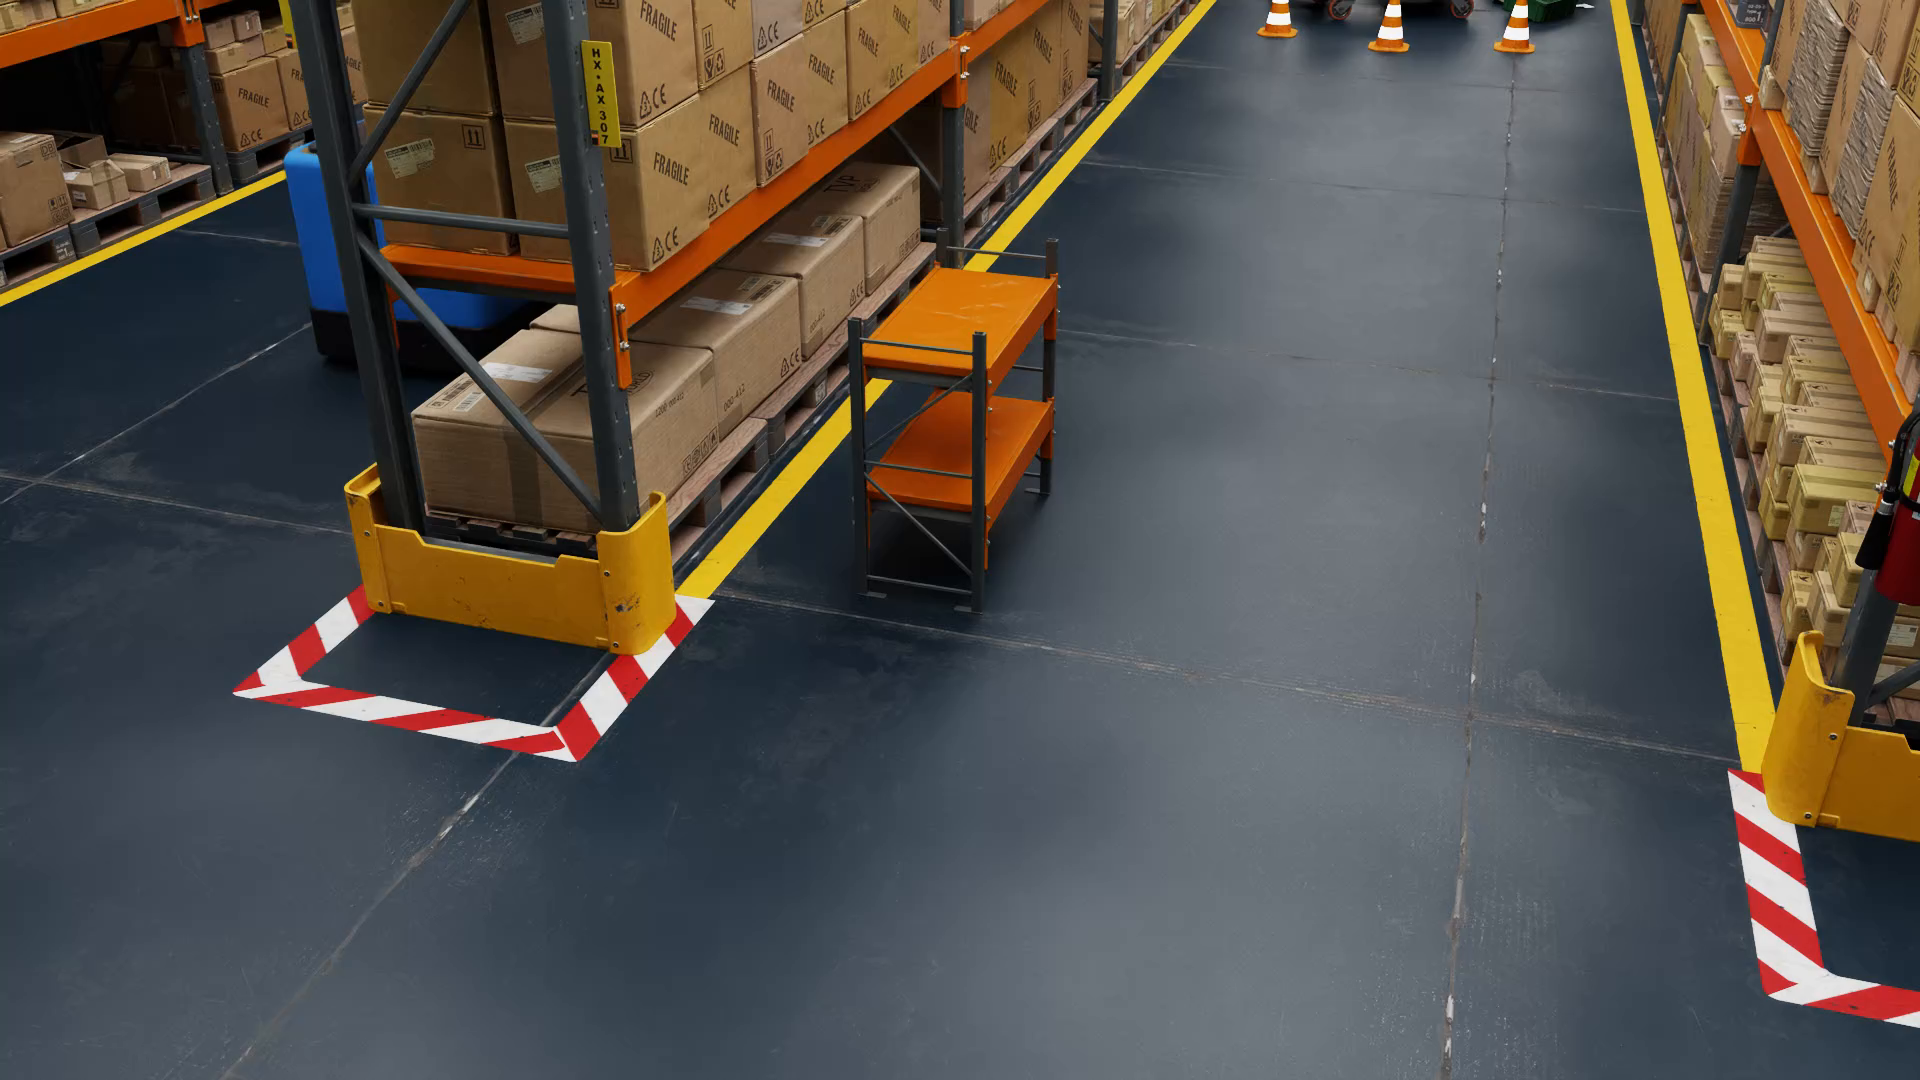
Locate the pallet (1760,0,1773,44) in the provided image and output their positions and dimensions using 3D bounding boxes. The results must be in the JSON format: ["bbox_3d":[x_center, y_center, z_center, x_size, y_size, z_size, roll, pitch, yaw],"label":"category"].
[{"bbox_3d":[4.651,-2.509,8.372,1.003,0.211,1.213,8,30,15],"label":"pallet"}]

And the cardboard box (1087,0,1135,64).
[{"bbox_3d":[0.876,-4.073,13.257,0.950,0.372,0.625,6,30,11],"label":"cardboard box"}]

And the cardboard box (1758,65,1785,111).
[{"bbox_3d":[3.892,-2.064,7.632,0.380,0.149,0.250,10,31,17],"label":"cardboard box"}]

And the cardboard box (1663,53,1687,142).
[{"bbox_3d":[5.010,-2.916,11.046,0.500,0.500,0.500,7,30,13],"label":"cardboard box"}]

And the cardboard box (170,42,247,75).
[{"bbox_3d":[-4.860,-3.128,10.759,0.380,0.149,0.250,10,31,17],"label":"cardboard box"}]

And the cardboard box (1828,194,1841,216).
[{"bbox_3d":[3.517,-1.313,6.284,0.380,0.149,0.250,10,31,17],"label":"cardboard box"}]

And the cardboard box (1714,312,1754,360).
[{"bbox_3d":[3.796,-0.949,7.871,0.380,0.149,0.250,9,30,16],"label":"cardboard box"}]

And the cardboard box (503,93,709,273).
[{"bbox_3d":[-1.233,-1.285,5.871,0.500,0.500,0.500,8,30,14],"label":"cardboard box"}]

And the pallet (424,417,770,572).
[{"bbox_3d":[-1.488,-0.223,6.934,1.003,0.211,1.213,8,30,15],"label":"pallet"}]

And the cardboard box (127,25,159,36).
[{"bbox_3d":[-5.315,-3.334,11.130,0.380,0.149,0.250,9,30,15],"label":"cardboard box"}]

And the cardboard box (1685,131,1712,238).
[{"bbox_3d":[4.415,-1.968,9.341,0.500,0.500,0.500,8,30,14],"label":"cardboard box"}]

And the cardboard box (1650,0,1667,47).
[{"bbox_3d":[6.253,-4.427,13.505,1.050,0.750,0.750,8,30,15],"label":"cardboard box"}]

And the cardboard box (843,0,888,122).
[{"bbox_3d":[-0.645,-2.234,7.577,0.500,0.500,0.500,8,30,14],"label":"cardboard box"}]

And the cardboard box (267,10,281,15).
[{"bbox_3d":[-4.612,-3.628,11.659,0.380,0.149,0.250,8,30,15],"label":"cardboard box"}]

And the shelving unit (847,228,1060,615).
[{"bbox_3d":[-0.002,-0.488,6.471,0.538,1.125,1.048,8,30,15],"label":"shelving unit"}]

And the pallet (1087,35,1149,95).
[{"bbox_3d":[0.931,-3.921,13.581,1.003,0.211,1.213,8,30,15],"label":"pallet"}]

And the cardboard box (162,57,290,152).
[{"bbox_3d":[-4.863,-2.908,11.031,0.500,0.500,0.500,10,31,17],"label":"cardboard box"}]

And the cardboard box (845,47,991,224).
[{"bbox_3d":[-0.368,-2.472,9.862,0.875,0.875,0.875,9,30,16],"label":"cardboard box"}]

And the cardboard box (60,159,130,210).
[{"bbox_3d":[-5.208,-2.146,9.903,0.396,0.266,0.258,10,30,17],"label":"cardboard box"}]

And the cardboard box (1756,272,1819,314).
[{"bbox_3d":[3.824,-1.081,7.497,0.380,0.149,0.250,8,30,14],"label":"cardboard box"}]

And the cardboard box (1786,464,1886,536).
[{"bbox_3d":[3.110,-0.126,5.780,0.380,0.149,0.250,8,30,14],"label":"cardboard box"}]

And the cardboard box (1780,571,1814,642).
[{"bbox_3d":[3.048,0.255,5.708,0.380,0.149,0.250,9,30,16],"label":"cardboard box"}]

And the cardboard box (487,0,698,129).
[{"bbox_3d":[-1.235,-1.722,5.628,0.500,0.500,0.500,8,30,14],"label":"cardboard box"}]

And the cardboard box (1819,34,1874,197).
[{"bbox_3d":[3.452,-1.525,5.996,0.500,0.500,0.500,10,31,17],"label":"cardboard box"}]

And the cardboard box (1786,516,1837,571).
[{"bbox_3d":[3.147,0.005,5.850,0.380,0.149,0.250,7,30,13],"label":"cardboard box"}]

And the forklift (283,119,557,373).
[{"bbox_3d":[-2.297,-2.776,8.726,1.130,2.935,3.031,8,30,15],"label":"forklift"}]

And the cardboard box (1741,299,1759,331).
[{"bbox_3d":[3.887,-1.073,7.788,0.380,0.149,0.250,9,30,15],"label":"cardboard box"}]

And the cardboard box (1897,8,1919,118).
[{"bbox_3d":[3.159,-1.494,4.912,0.500,0.500,0.500,7,30,13],"label":"cardboard box"}]

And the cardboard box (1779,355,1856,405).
[{"bbox_3d":[3.505,-0.603,6.637,0.380,0.149,0.250,9,30,15],"label":"cardboard box"}]

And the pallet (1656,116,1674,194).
[{"bbox_3d":[5.231,-2.536,11.091,1.003,0.211,1.213,8,30,15],"label":"pallet"}]

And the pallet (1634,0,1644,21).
[{"bbox_3d":[6.934,-5.100,15.700,1.003,0.211,1.213,8,30,15],"label":"pallet"}]

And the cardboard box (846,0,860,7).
[{"bbox_3d":[-0.646,-2.667,7.328,0.500,0.500,0.500,9,30,16],"label":"cardboard box"}]

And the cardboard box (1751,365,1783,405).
[{"bbox_3d":[3.530,-0.597,6.932,0.380,0.149,0.250,8,30,14],"label":"cardboard box"}]

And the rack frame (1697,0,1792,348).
[{"bbox_3d":[4.288,-2.258,7.724,1.000,3.000,0.127,8,30,15],"label":"rack frame"}]

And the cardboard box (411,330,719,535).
[{"bbox_3d":[-1.550,-0.444,6.666,0.875,0.438,0.875,7,30,13],"label":"cardboard box"}]

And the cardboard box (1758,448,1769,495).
[{"bbox_3d":[3.382,-0.224,6.568,0.380,0.149,0.250,9,30,16],"label":"cardboard box"}]

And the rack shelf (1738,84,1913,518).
[{"bbox_3d":[3.701,-1.015,6.228,1.077,0.370,4.000,8,30,15],"label":"rack shelf"}]

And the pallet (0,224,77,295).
[{"bbox_3d":[-5.779,-1.518,9.261,1.003,0.211,1.213,8,30,15],"label":"pallet"}]

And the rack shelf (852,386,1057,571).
[{"bbox_3d":[-0.002,-0.275,6.590,0.538,0.278,1.000,8,30,15],"label":"rack shelf"}]

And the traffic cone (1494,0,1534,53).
[{"bbox_3d":[4.799,-4.460,14.291,0.336,0.463,0.334,8,30,15],"label":"traffic cone"}]

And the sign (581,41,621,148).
[{"bbox_3d":[-1.119,-1.390,5.191,0.100,0.325,0.005,8,30,15],"label":"sign"}]

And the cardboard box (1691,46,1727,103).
[{"bbox_3d":[4.722,-2.786,10.041,0.500,0.250,0.500,9,30,15],"label":"cardboard box"}]

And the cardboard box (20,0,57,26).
[{"bbox_3d":[-5.284,-2.964,9.251,0.380,0.149,0.250,9,30,16],"label":"cardboard box"}]

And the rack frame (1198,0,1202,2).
[{"bbox_3d":[1.874,-6.636,15.592,1.000,3.000,0.127,8,30,15],"label":"rack frame"}]

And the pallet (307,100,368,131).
[{"bbox_3d":[-4.661,-3.358,12.569,1.003,0.211,1.213,8,30,15],"label":"pallet"}]

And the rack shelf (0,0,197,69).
[{"bbox_3d":[-5.807,-2.380,8.684,1.077,0.370,4.000,8,30,15],"label":"rack shelf"}]

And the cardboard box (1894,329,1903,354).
[{"bbox_3d":[3.048,-0.592,4.987,0.380,0.149,0.250,8,30,15],"label":"cardboard box"}]

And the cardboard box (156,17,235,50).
[{"bbox_3d":[-4.918,-3.266,10.702,0.380,0.149,0.250,8,30,14],"label":"cardboard box"}]
